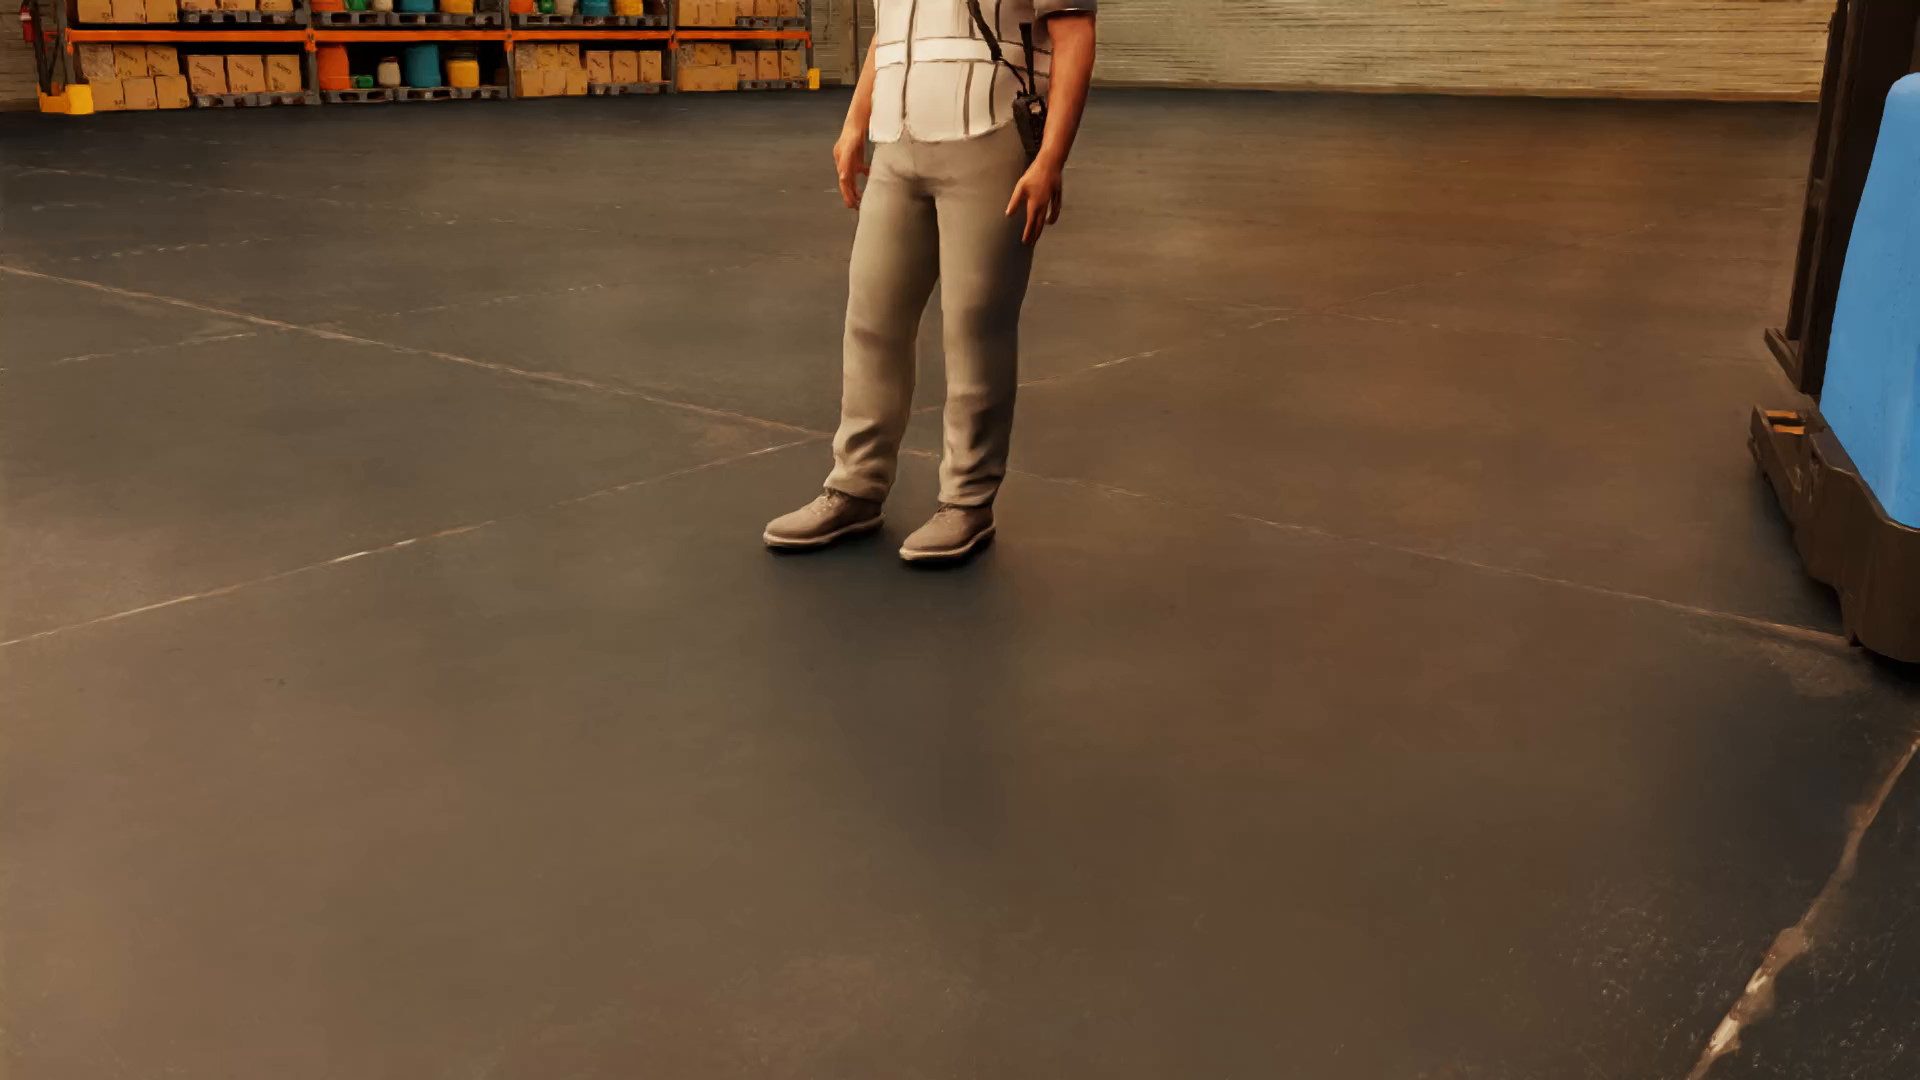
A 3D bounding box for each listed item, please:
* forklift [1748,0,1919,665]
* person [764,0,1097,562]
[{"bbox_3d":[2.630,-1.481,3.775,1.130,2.935,3.031,6,18,19],"label":"forklift"},{"bbox_3d":[-0.059,-0.845,3.630,0.640,1.781,0.574,13,21,37],"label":"person"}]
